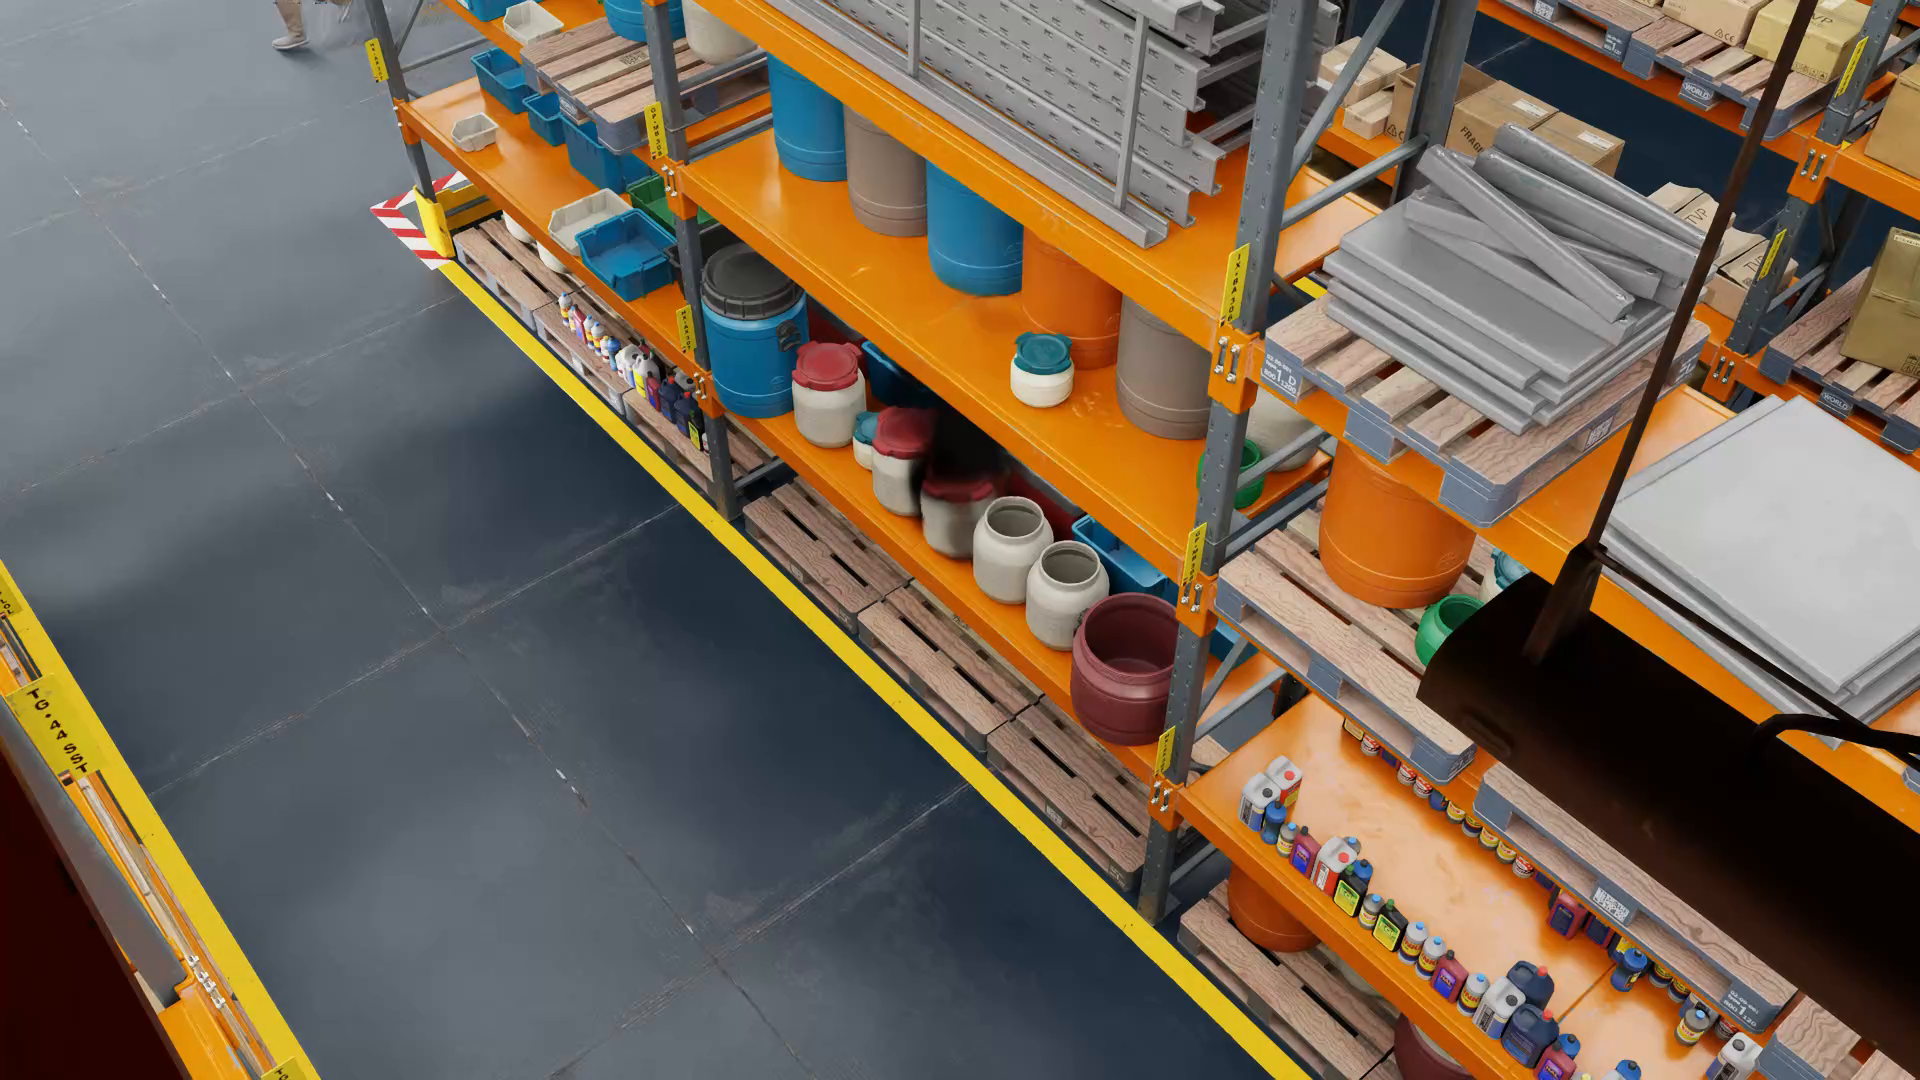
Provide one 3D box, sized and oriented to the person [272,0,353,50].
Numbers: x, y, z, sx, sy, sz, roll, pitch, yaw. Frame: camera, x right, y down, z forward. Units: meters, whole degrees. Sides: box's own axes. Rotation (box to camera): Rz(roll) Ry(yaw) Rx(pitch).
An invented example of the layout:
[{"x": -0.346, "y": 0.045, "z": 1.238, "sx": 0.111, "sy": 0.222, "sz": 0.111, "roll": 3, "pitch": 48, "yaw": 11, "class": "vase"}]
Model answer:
[{"x": -5.911, "y": -5.208, "z": 14.742, "sx": 0.840, "sy": 1.696, "sz": 0.674, "roll": -16, "pitch": 49, "yaw": -15, "class": "person"}]
